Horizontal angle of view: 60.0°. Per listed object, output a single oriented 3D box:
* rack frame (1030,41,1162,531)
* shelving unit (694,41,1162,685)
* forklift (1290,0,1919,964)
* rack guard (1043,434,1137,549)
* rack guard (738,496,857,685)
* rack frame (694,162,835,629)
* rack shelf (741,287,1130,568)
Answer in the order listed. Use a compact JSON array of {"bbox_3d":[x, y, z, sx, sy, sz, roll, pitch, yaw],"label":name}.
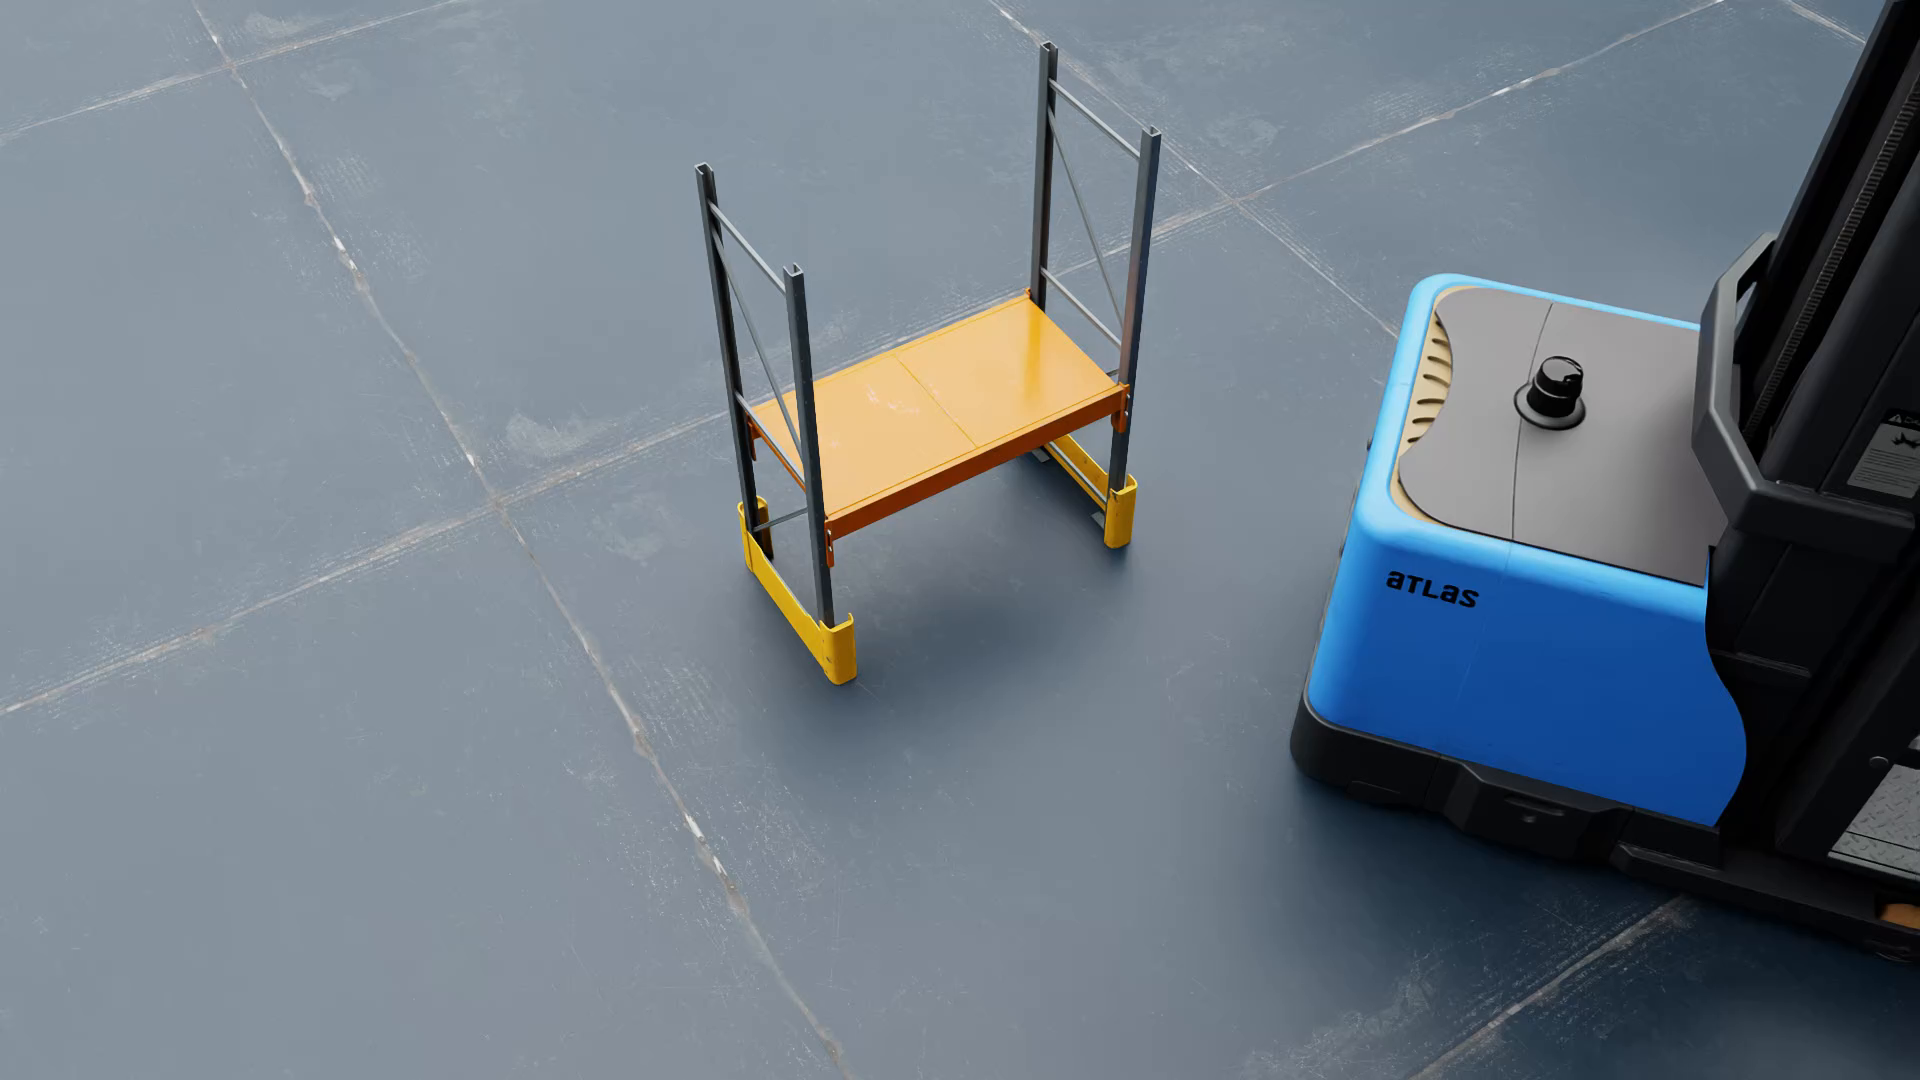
[{"bbox_3d":[0.358,-0.667,4.840,0.032,1.500,0.500,-25,53,-21],"label":"rack frame"},{"bbox_3d":[-0.064,-0.468,4.663,1.083,1.500,0.587,-25,53,-21],"label":"shelving unit"},{"bbox_3d":[2.493,-0.292,3.548,3.031,2.935,1.130,15,50,13],"label":"forklift"},{"bbox_3d":[0.357,-0.251,5.306,0.087,0.250,0.587,-25,53,-21],"label":"rack guard"},{"bbox_3d":[-0.486,0.146,4.953,0.087,0.250,0.587,-25,53,-21],"label":"rack guard"},{"bbox_3d":[-0.502,-0.262,4.479,0.032,1.500,0.500,-25,53,-21],"label":"rack frame"},{"bbox_3d":[-0.072,-0.345,4.794,1.000,0.185,0.538,-25,53,-21],"label":"rack shelf"}]
